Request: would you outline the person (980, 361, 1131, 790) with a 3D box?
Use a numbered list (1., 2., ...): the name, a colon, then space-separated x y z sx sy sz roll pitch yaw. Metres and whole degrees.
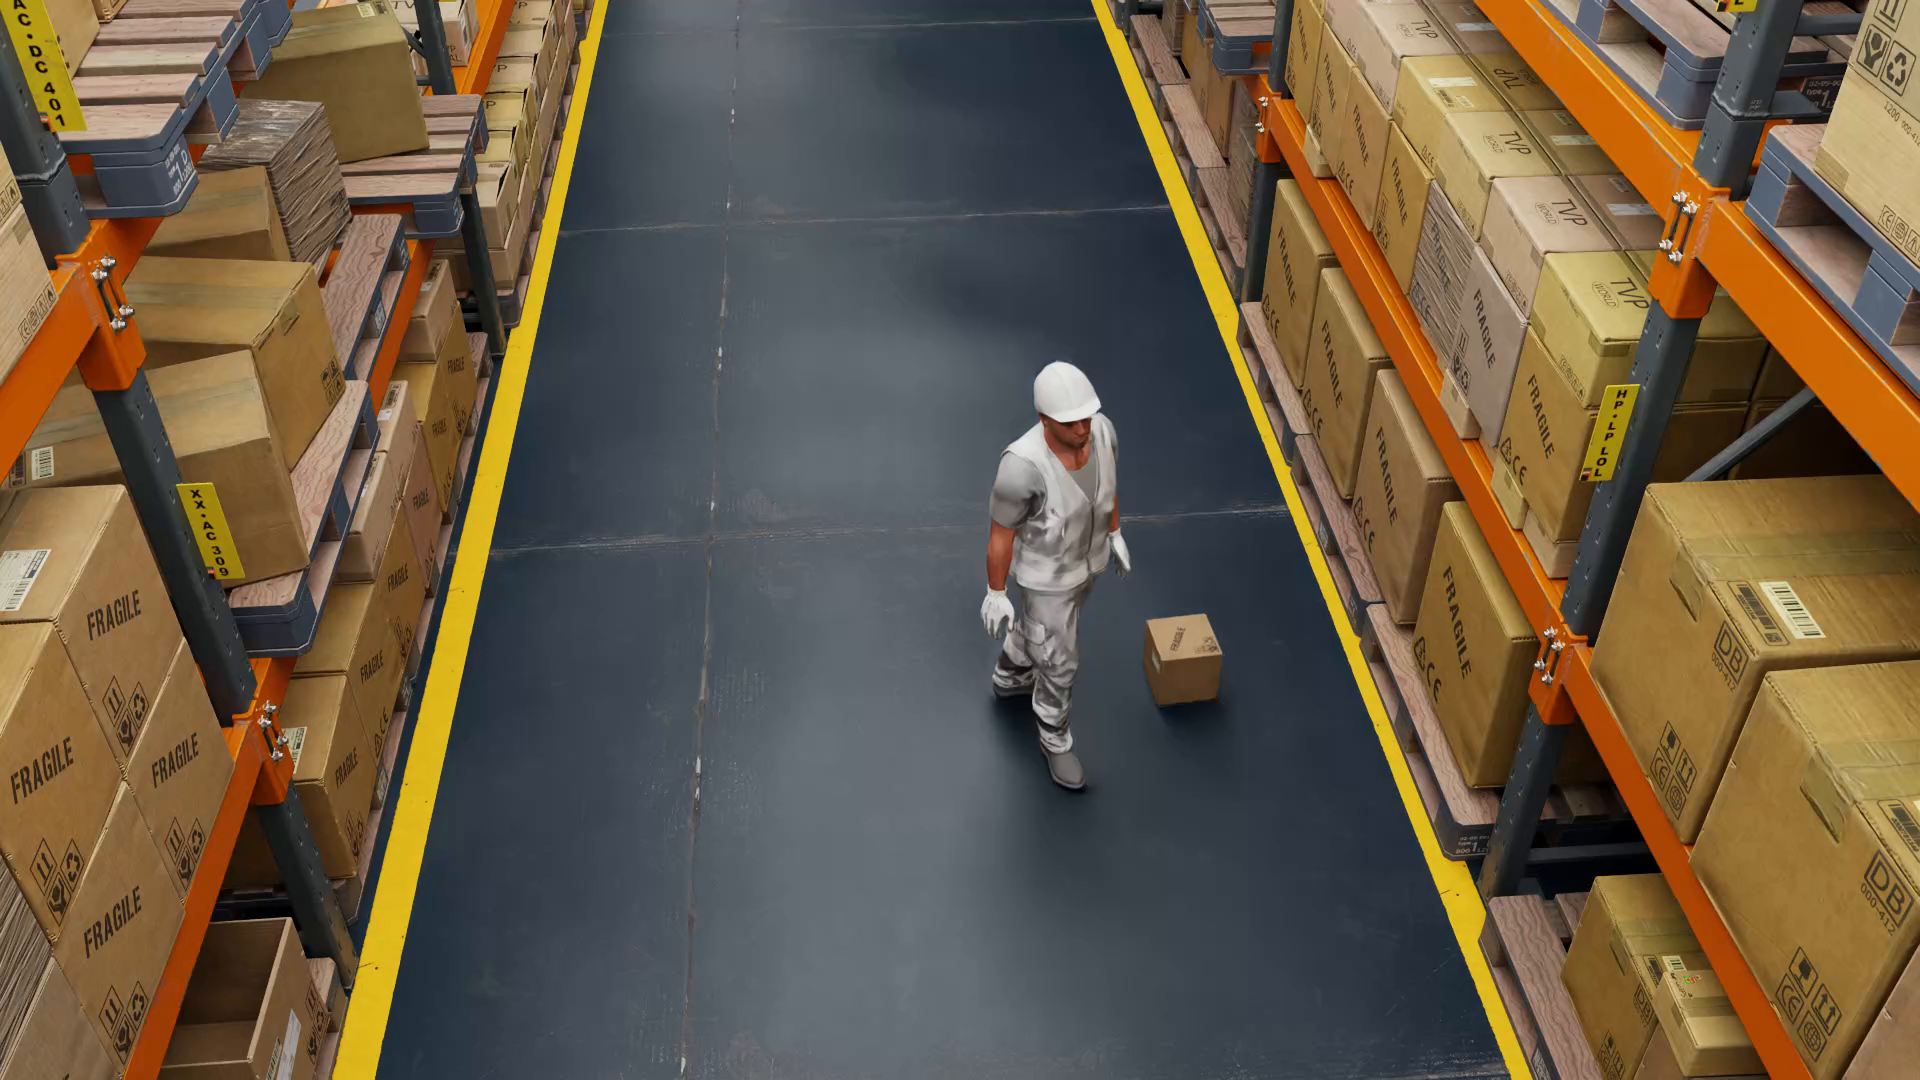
1. person: 0.318 0.088 6.030 0.623 1.779 0.627 31 48 33
